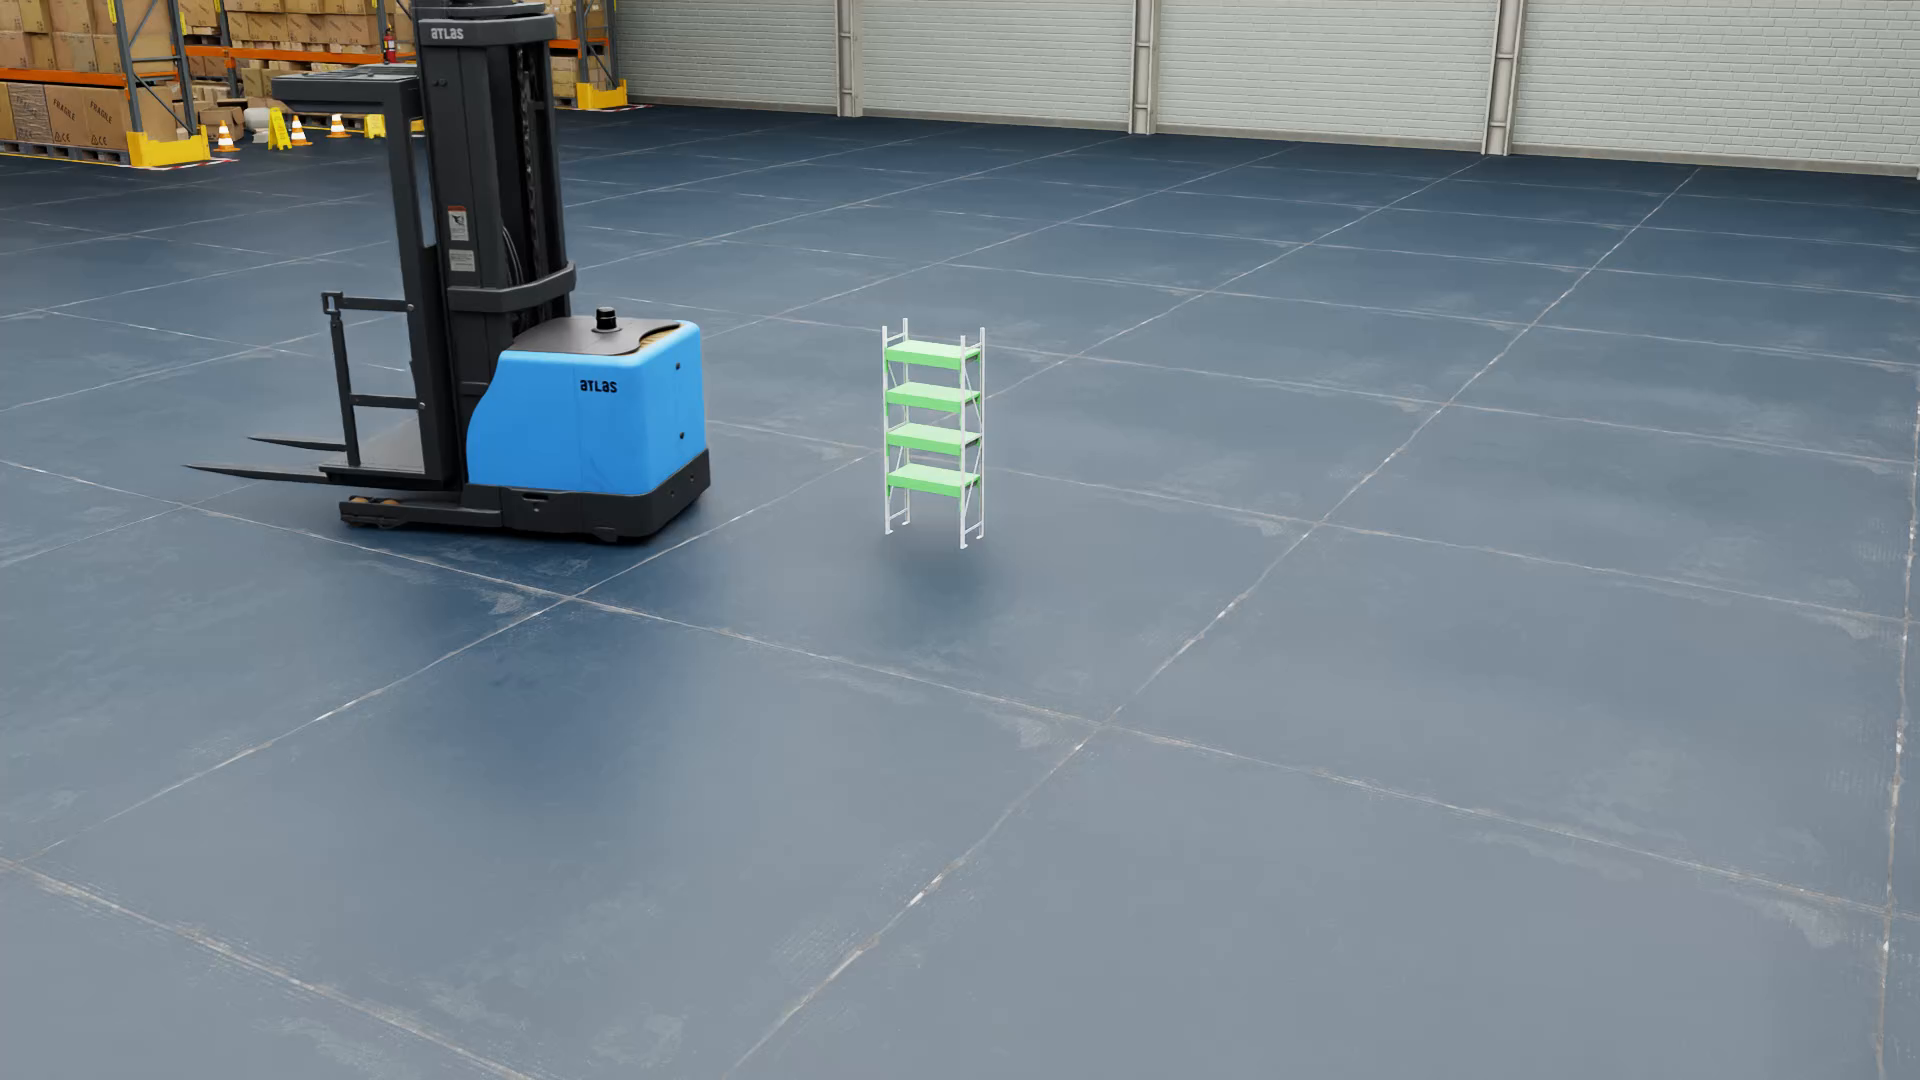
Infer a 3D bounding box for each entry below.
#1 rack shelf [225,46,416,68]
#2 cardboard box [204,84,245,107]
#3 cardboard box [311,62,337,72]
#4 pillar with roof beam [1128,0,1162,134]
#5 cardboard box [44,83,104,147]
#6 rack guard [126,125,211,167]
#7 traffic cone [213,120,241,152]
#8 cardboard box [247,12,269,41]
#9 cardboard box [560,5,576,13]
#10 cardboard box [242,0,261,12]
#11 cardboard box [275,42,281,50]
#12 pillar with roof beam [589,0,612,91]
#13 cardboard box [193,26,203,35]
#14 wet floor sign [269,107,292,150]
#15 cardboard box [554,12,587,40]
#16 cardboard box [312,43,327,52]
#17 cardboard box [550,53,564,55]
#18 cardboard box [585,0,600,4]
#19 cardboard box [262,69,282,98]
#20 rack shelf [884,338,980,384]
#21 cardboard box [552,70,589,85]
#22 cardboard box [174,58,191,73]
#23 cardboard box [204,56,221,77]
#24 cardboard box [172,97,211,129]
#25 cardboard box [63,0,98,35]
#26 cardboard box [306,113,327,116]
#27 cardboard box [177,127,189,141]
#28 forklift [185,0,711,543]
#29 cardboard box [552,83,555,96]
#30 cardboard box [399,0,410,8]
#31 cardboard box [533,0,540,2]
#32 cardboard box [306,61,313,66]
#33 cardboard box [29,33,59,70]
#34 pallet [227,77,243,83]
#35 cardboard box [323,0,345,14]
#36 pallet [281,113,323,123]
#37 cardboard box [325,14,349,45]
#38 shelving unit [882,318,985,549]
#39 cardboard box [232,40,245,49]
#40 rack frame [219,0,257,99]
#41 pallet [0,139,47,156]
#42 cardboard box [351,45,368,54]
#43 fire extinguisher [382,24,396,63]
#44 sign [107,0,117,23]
[{"bbox_3d":[-11.314,-8.586,29.692,4.000,0.370,1.077,11,23,27],"label":"rack shelf"},{"bbox_3d":[-13.519,-8.306,31.101,0.625,0.372,0.950,11,23,28],"label":"cardboard box"},{"bbox_3d":[-11.195,-8.338,29.318,0.250,0.149,0.380,12,23,30],"label":"cardboard box"},{"bbox_3d":[1.058,-9.997,23.729,0.400,9.000,9.100,11,23,27],"label":"pillar with roof beam"},{"bbox_3d":[-13.287,-6.539,25.493,0.875,0.875,0.875,10,22,26],"label":"cardboard box"},{"bbox_3d":[-11.873,-5.923,24.959,0.348,0.500,1.175,11,23,27],"label":"rack guard"},{"bbox_3d":[-11.665,-6.420,26.385,0.334,0.463,0.336,11,23,27],"label":"traffic cone"},{"bbox_3d":[-12.362,-9.211,29.777,0.500,0.500,0.500,11,23,27],"label":"cardboard box"},{"bbox_3d":[-7.590,-10.397,32.529,0.250,0.149,0.380,11,23,28],"label":"cardboard box"},{"bbox_3d":[-12.346,-9.685,29.616,0.500,0.500,0.700,11,23,28],"label":"cardboard box"},{"bbox_3d":[-12.002,-8.843,29.713,0.250,0.149,0.380,11,23,27],"label":"cardboard box"},{"bbox_3d":[-9.418,-11.993,29.231,0.400,9.000,9.100,11,23,27],"label":"pillar with roof beam"},{"bbox_3d":[-13.865,-9.389,30.602,0.250,0.149,0.380,10,22,26],"label":"cardboard box"},{"bbox_3d":[-10.903,-6.579,26.557,0.232,0.644,0.267,7,21,18],"label":"wet floor sign"},{"bbox_3d":[-7.708,-10.121,32.721,0.500,0.500,0.500,10,22,26],"label":"cardboard box"},{"bbox_3d":[-11.149,-8.664,29.220,0.250,0.149,0.380,11,22,27],"label":"cardboard box"},{"bbox_3d":[-8.347,-9.750,33.795,0.500,0.250,0.500,11,22,27],"label":"cardboard box"},{"bbox_3d":[-7.339,-10.682,32.879,0.250,0.149,0.380,10,22,26],"label":"cardboard box"},{"bbox_3d":[-12.203,-8.251,30.028,0.500,0.500,0.500,12,23,29],"label":"cardboard box"},{"bbox_3d":[-0.145,-0.983,9.095,0.480,0.148,0.258,11,23,27],"label":"rack shelf"},{"bbox_3d":[-7.728,-9.198,33.007,0.500,0.250,0.500,10,22,27],"label":"cardboard box"},{"bbox_3d":[-18.088,-11.180,39.113,0.500,0.311,0.500,12,23,29],"label":"cardboard box"},{"bbox_3d":[-16.844,-10.855,37.942,0.500,0.500,0.500,10,22,27],"label":"cardboard box"},{"bbox_3d":[-13.156,-7.174,28.205,0.503,0.637,0.797,11,23,27],"label":"cardboard box"},{"bbox_3d":[-12.724,-7.817,24.712,0.550,0.550,0.875,11,23,27],"label":"cardboard box"},{"bbox_3d":[-11.313,-7.725,29.679,0.500,0.250,0.500,10,22,25],"label":"cardboard box"},{"bbox_3d":[-12.987,-6.744,27.567,0.258,0.266,0.396,16,25,36],"label":"cardboard box"},{"bbox_3d":[-3.082,-1.608,9.501,3.031,2.935,1.130,4,20,12],"label":"forklift"},{"bbox_3d":[-8.144,-9.045,33.317,0.500,0.250,0.500,11,23,27],"label":"cardboard box"},{"bbox_3d":[-11.471,-11.172,34.667,0.250,0.149,0.380,11,23,27],"label":"cardboard box"},{"bbox_3d":[-8.219,-10.690,32.901,0.250,0.149,0.380,11,23,28],"label":"cardboard box"},{"bbox_3d":[-14.609,-10.429,36.768,0.500,0.500,0.500,12,23,29],"label":"cardboard box"},{"bbox_3d":[-13.641,-7.512,25.454,0.500,0.550,0.875,11,23,27],"label":"cardboard box"},{"bbox_3d":[-15.829,-10.428,37.805,1.213,0.211,1.003,11,23,27],"label":"pallet"},{"bbox_3d":[-10.558,-9.355,28.708,0.500,0.500,0.700,11,23,28],"label":"cardboard box"},{"bbox_3d":[-12.456,-7.845,30.683,1.213,0.211,1.003,11,23,27],"label":"pallet"},{"bbox_3d":[-10.611,-8.872,28.841,0.500,0.500,0.500,11,23,27],"label":"cardboard box"},{"bbox_3d":[-0.145,-0.592,9.236,0.503,1.200,0.258,11,23,27],"label":"shelving unit"},{"bbox_3d":[-12.941,-8.991,30.122,0.250,0.149,0.380,11,23,27],"label":"cardboard box"},{"bbox_3d":[-13.060,-9.257,30.486,0.127,3.000,1.000,11,23,27],"label":"rack frame"},{"bbox_3d":[-14.760,-6.306,26.440,1.213,0.211,1.003,11,23,27],"label":"pallet"},{"bbox_3d":[-10.274,-8.482,28.716,0.250,0.149,0.380,10,22,27],"label":"cardboard box"},{"bbox_3d":[-9.693,-8.399,28.235,0.183,0.674,0.296,11,23,27],"label":"fire extinguisher"},{"bbox_3d":[-12.170,-7.598,23.867,0.005,0.325,0.100,11,23,27],"label":"sign"}]
